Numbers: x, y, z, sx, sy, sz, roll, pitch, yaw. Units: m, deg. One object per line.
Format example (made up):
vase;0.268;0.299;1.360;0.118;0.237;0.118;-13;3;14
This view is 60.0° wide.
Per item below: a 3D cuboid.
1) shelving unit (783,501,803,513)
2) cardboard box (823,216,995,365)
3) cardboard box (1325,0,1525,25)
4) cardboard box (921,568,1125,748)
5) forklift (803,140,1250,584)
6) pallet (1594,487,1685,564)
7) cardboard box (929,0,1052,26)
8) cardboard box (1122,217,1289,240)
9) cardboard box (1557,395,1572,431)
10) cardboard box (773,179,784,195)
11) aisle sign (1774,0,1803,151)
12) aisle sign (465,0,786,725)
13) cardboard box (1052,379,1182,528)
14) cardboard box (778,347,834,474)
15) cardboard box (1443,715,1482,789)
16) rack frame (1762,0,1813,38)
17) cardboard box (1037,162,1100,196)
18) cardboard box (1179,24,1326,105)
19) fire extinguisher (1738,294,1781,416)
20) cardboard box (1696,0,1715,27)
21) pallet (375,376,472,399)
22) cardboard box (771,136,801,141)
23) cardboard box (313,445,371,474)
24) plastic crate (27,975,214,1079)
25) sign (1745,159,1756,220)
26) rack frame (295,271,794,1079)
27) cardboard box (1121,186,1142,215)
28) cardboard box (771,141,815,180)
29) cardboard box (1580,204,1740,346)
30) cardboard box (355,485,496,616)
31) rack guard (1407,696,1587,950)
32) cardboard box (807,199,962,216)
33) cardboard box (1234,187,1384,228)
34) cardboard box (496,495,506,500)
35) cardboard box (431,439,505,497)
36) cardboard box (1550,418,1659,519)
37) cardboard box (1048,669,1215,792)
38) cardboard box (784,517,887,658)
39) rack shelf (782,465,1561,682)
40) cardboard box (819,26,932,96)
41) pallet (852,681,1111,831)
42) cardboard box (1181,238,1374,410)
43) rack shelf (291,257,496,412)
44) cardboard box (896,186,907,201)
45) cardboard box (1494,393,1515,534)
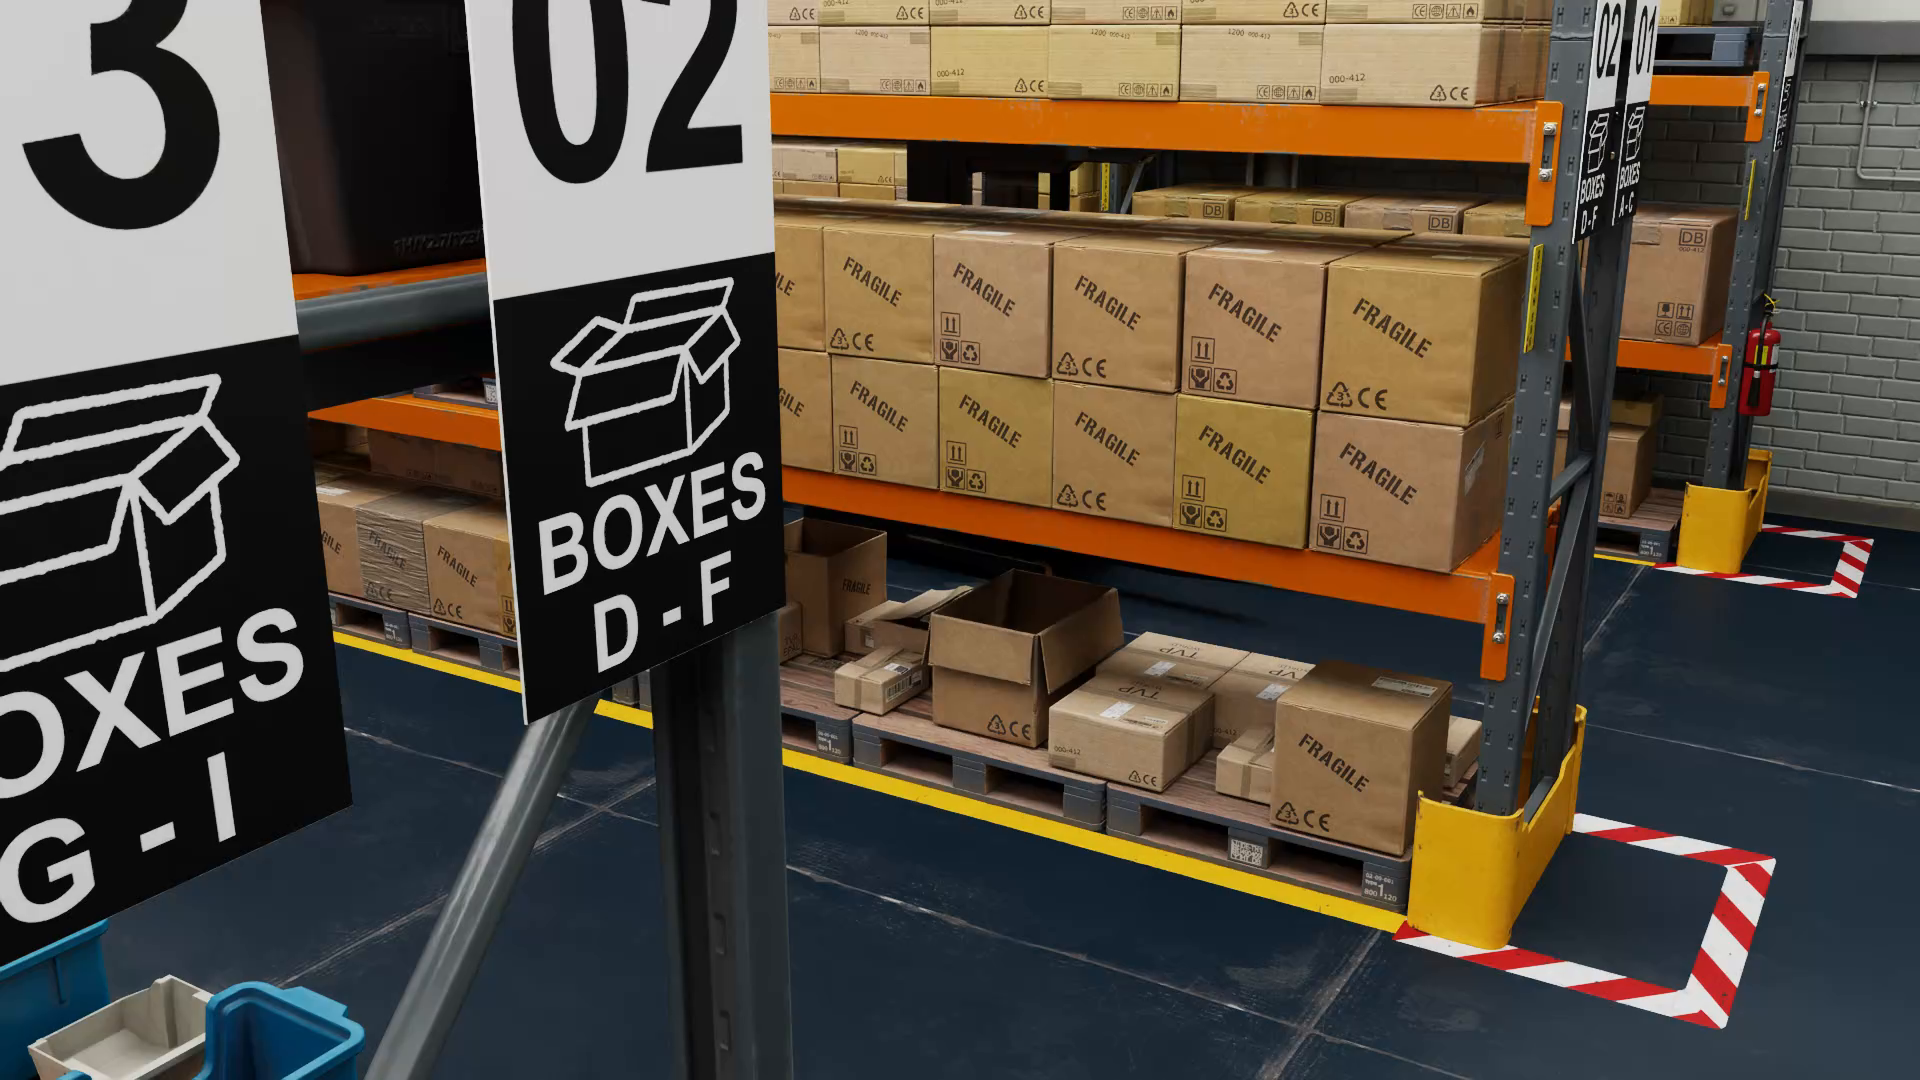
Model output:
shelving unit;-1.406;-0.383;11.308;1.200;0.189;0.258;11;20;33
cardboard box;-0.197;-1.011;6.656;0.500;0.500;0.500;9;19;28
cardboard box;1.509;-1.792;5.357;0.500;0.250;0.500;10;20;30
cardboard box;0.275;0.486;7.159;0.637;0.503;0.797;10;20;30
forklift;0.507;-1.297;9.607;3.031;2.935;1.130;12;20;34
pallet;3.947;-0.170;10.577;1.213;0.211;1.003;10;20;30
cardboard box;0.229;-2.019;6.105;0.500;0.250;0.500;10;20;30
cardboard box;0.966;-0.988;6.582;0.500;0.500;0.500;10;20;31
cardboard box;3.815;-0.773;10.228;0.250;0.149;0.380;10;19;29
cardboard box;-1.427;-2.599;13.058;0.500;0.500;0.500;11;20;32
aisle sign;4.573;-2.560;9.176;0.004;0.787;0.394;10;20;30
aisle sign;-0.299;-0.255;1.586;0.004;0.787;0.394;10;20;30
cardboard box;0.689;-0.378;6.293;0.500;0.500;0.500;10;20;30
cardboard box;-0.599;-0.608;7.051;0.500;0.500;0.500;11;20;31
cardboard box;1.903;0.830;6.634;0.250;0.149;0.380;10;20;30
rack frame;4.669;-4.272;8.963;0.127;3.000;1.000;10;20;30
cardboard box;0.729;-2.576;11.694;0.500;0.250;0.500;11;20;31
cardboard box;1.084;-1.629;5.681;0.500;0.250;0.500;10;20;30
fire extinguisher;4.556;-1.049;9.449;0.183;0.674;0.296;10;20;30
cardboard box;4.175;-3.186;9.911;0.500;0.250;0.500;11;20;33
pallet;-3.078;-1.005;8.858;1.213;0.211;1.003;10;20;30
cardboard box;-1.626;-3.172;13.656;0.500;0.250;0.500;11;20;32
cardboard box;-3.377;-0.243;9.563;0.500;0.500;0.500;9;19;28
plastic crate;-1.362;0.858;2.747;0.298;0.136;0.250;10;20;30
sign;4.373;-1.937;9.197;0.005;0.325;0.100;10;20;30
rack frame;-0.516;1.052;1.757;0.127;3.000;1.000;10;20;30
cardboard box;1.000;-2.342;12.213;0.500;0.500;0.500;9;19;28
cardboard box;-1.438;-2.963;12.965;0.500;0.250;0.500;10;19;29
cardboard box;4.229;-1.620;10.038;0.700;0.700;0.980;11;20;33
cardboard box;-2.743;0.045;8.616;0.500;0.500;0.500;10;20;31
rack guard;2.015;1.010;6.195;0.348;0.500;1.175;10;20;30
cardboard box;-0.324;-1.219;7.341;0.500;0.500;0.500;10;19;29
cardboard box;2.333;-1.955;11.139;0.700;0.700;0.980;10;19;29
cardboard box;-2.074;-0.009;8.795;0.500;0.500;0.500;10;20;31
cardboard box;-2.466;-0.442;8.929;0.500;0.250;0.500;10;20;30
cardboard box;4.020;-0.488;10.406;0.500;0.500;0.700;10;20;30
cardboard box;0.694;0.757;6.701;0.500;0.250;0.500;10;20;30
cardboard box;-0.695;0.219;8.042;0.500;0.500;0.500;10;20;30
rack shelf;0.376;-0.134;6.900;4.000;0.370;1.077;10;20;30
cardboard box;-0.195;-1.857;6.432;0.500;0.250;0.500;10;20;30
pallet;0.300;0.842;7.248;1.213;0.211;1.003;10;20;30
cardboard box;1.126;-0.777;5.885;0.500;0.500;0.500;11;20;32
rack shelf;-2.220;-0.343;2.427;4.000;0.370;1.077;10;20;30
cardboard box;-0.128;-2.371;12.309;0.500;0.500;0.500;10;20;30
cardboard box;1.840;-0.355;6.217;0.500;0.500;0.500;11;20;31
